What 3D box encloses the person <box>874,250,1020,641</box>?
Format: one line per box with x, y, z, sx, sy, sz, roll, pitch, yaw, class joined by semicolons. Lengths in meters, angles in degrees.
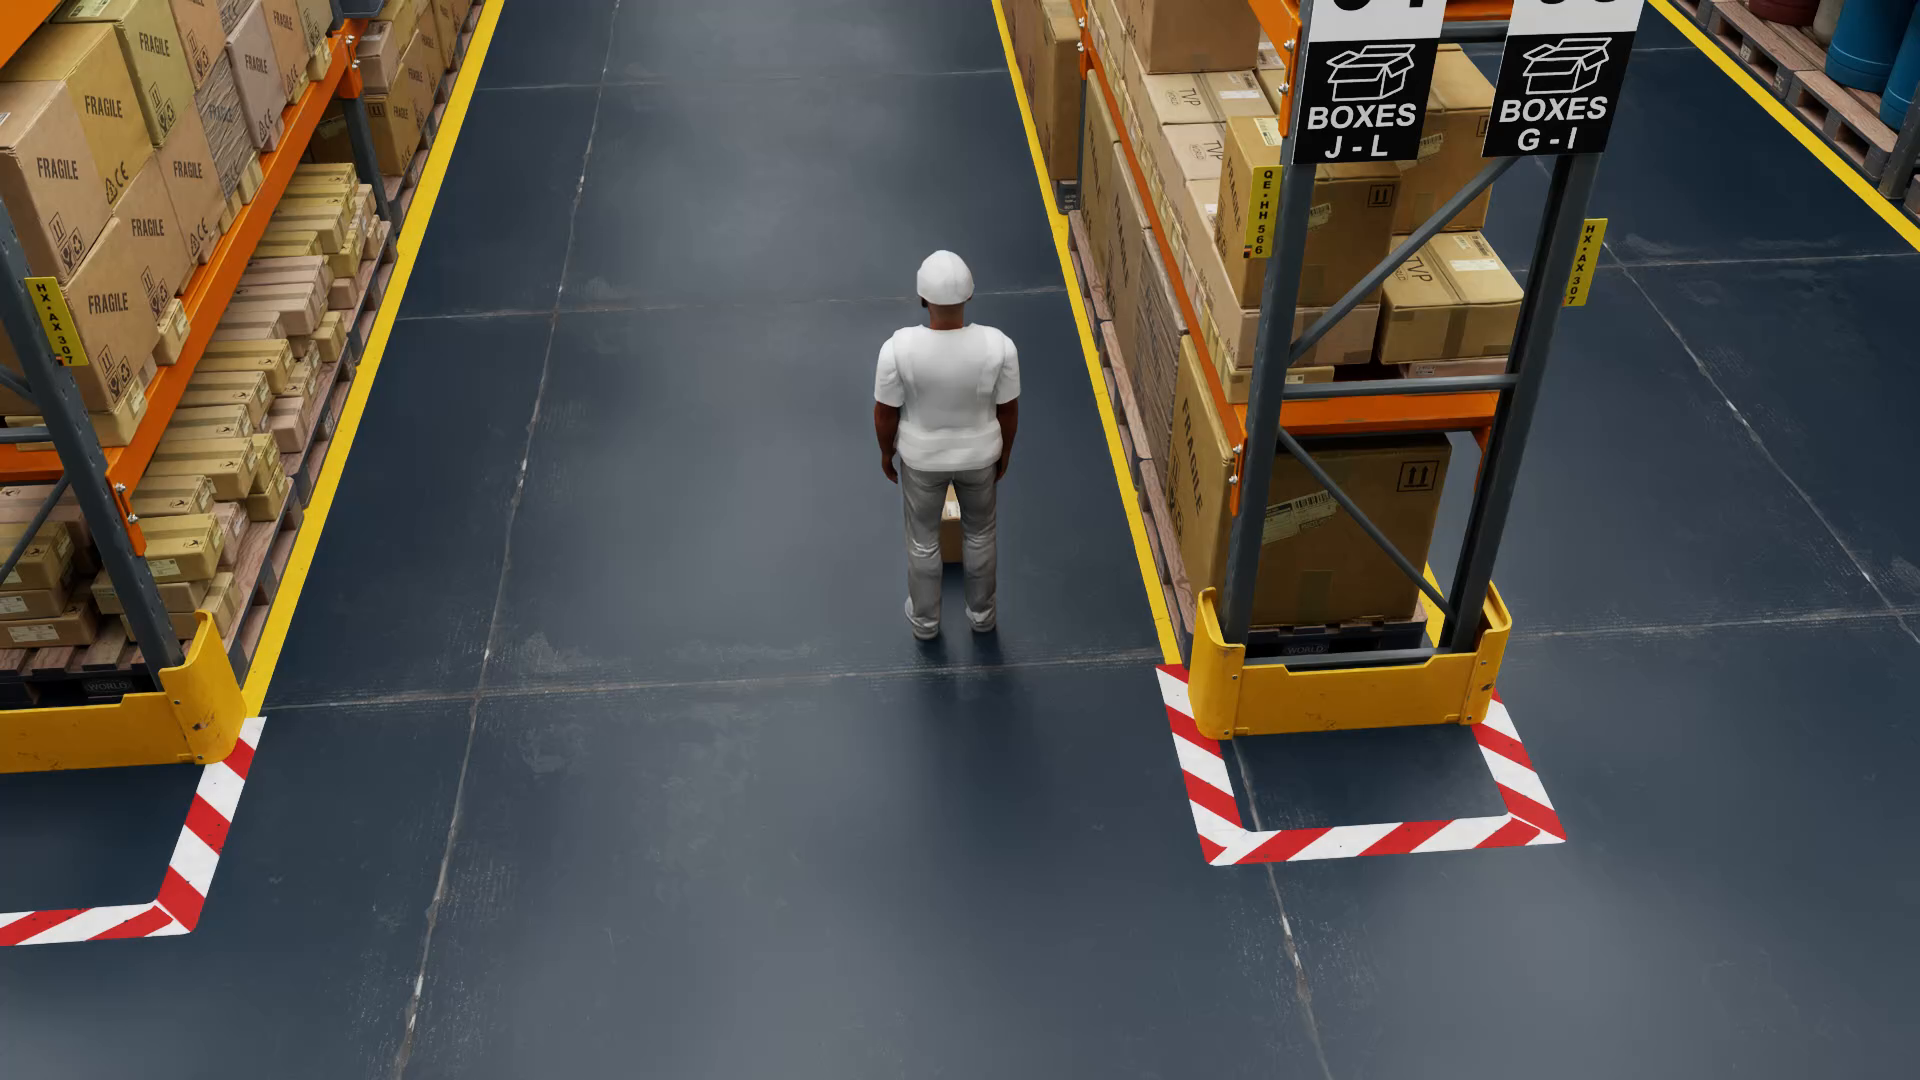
-0.053;-0.354;6.582;0.562;1.765;0.368;-2;39;-3;person
